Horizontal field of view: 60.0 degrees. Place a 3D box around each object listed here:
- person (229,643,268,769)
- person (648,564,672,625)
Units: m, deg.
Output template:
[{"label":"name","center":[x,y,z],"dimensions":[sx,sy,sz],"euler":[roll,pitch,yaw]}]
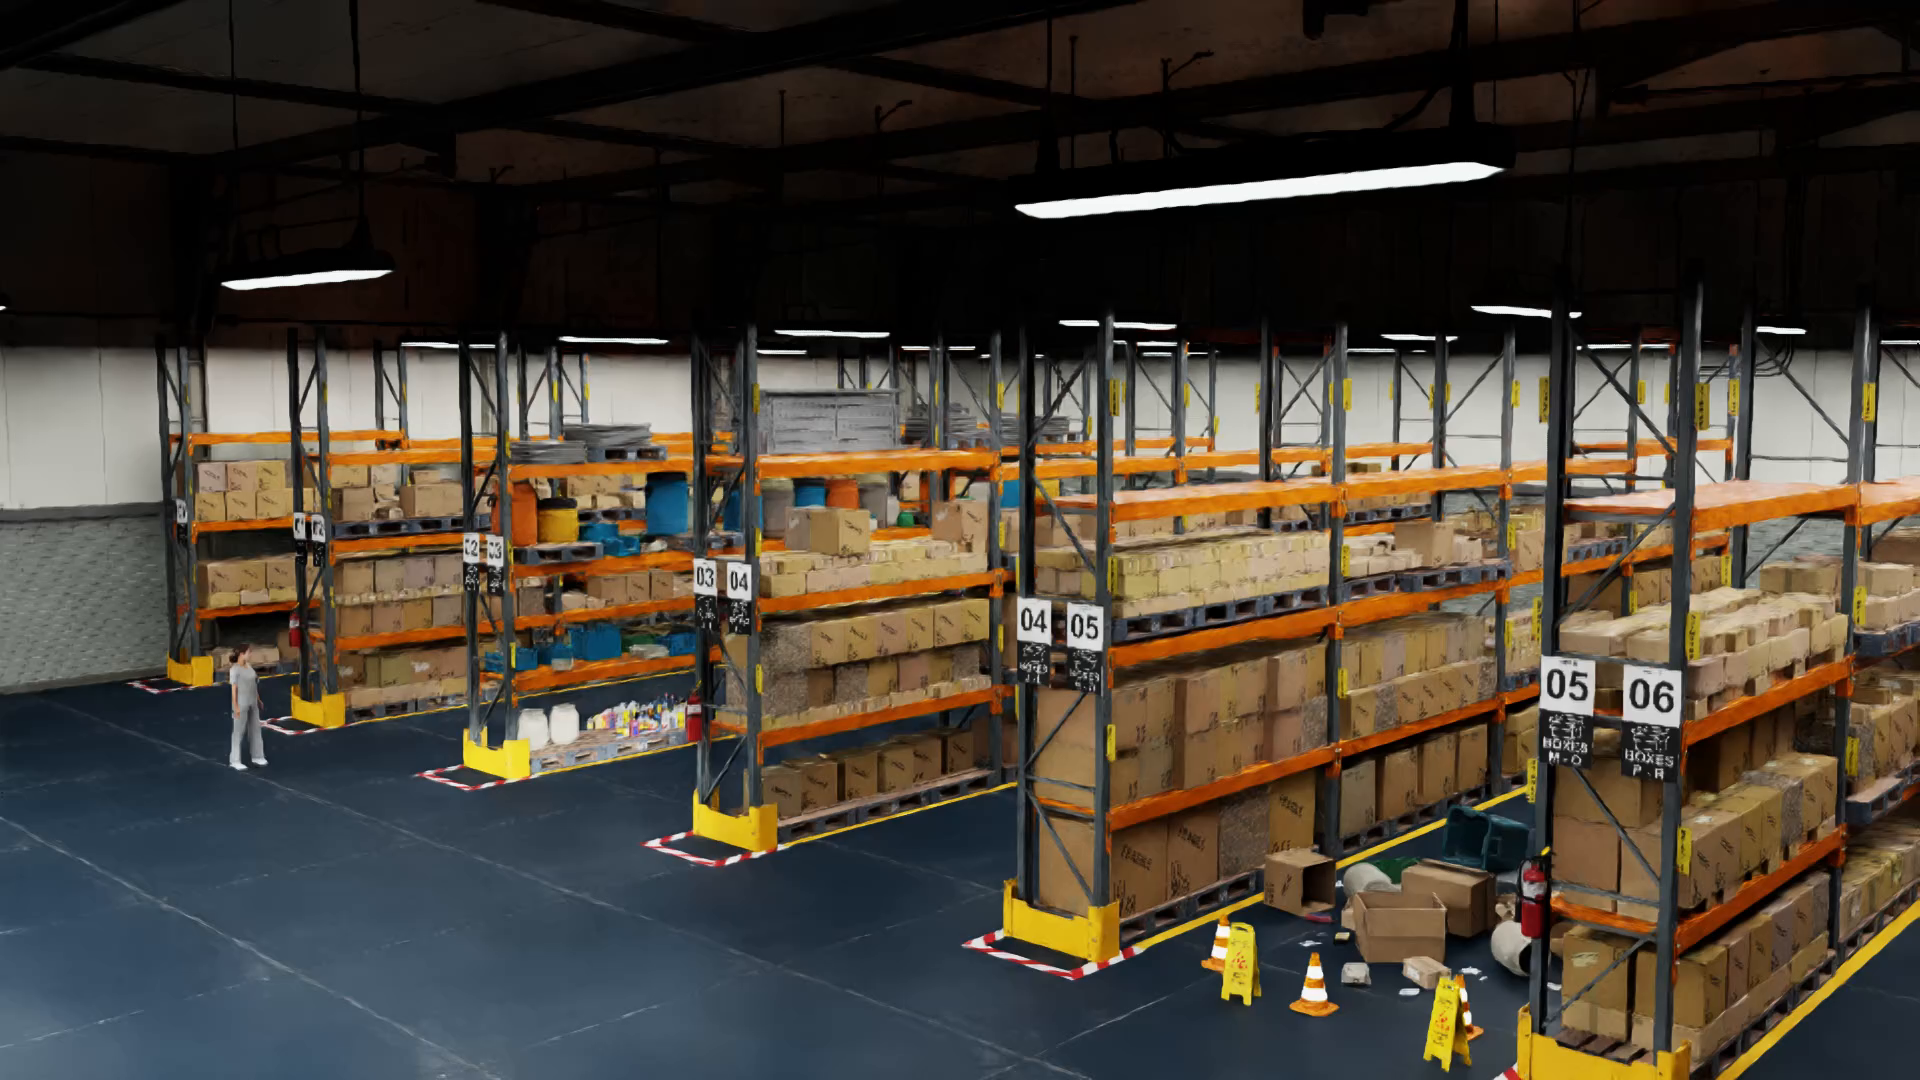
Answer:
[{"label":"person","center":[-9.583,2.219,22.370],"dimensions":[0.441,1.675,0.496],"euler":[1,6,13]},{"label":"person","center":[-6.231,1.160,33.942],"dimensions":[0.498,1.585,1.075],"euler":[5,7,41]}]
